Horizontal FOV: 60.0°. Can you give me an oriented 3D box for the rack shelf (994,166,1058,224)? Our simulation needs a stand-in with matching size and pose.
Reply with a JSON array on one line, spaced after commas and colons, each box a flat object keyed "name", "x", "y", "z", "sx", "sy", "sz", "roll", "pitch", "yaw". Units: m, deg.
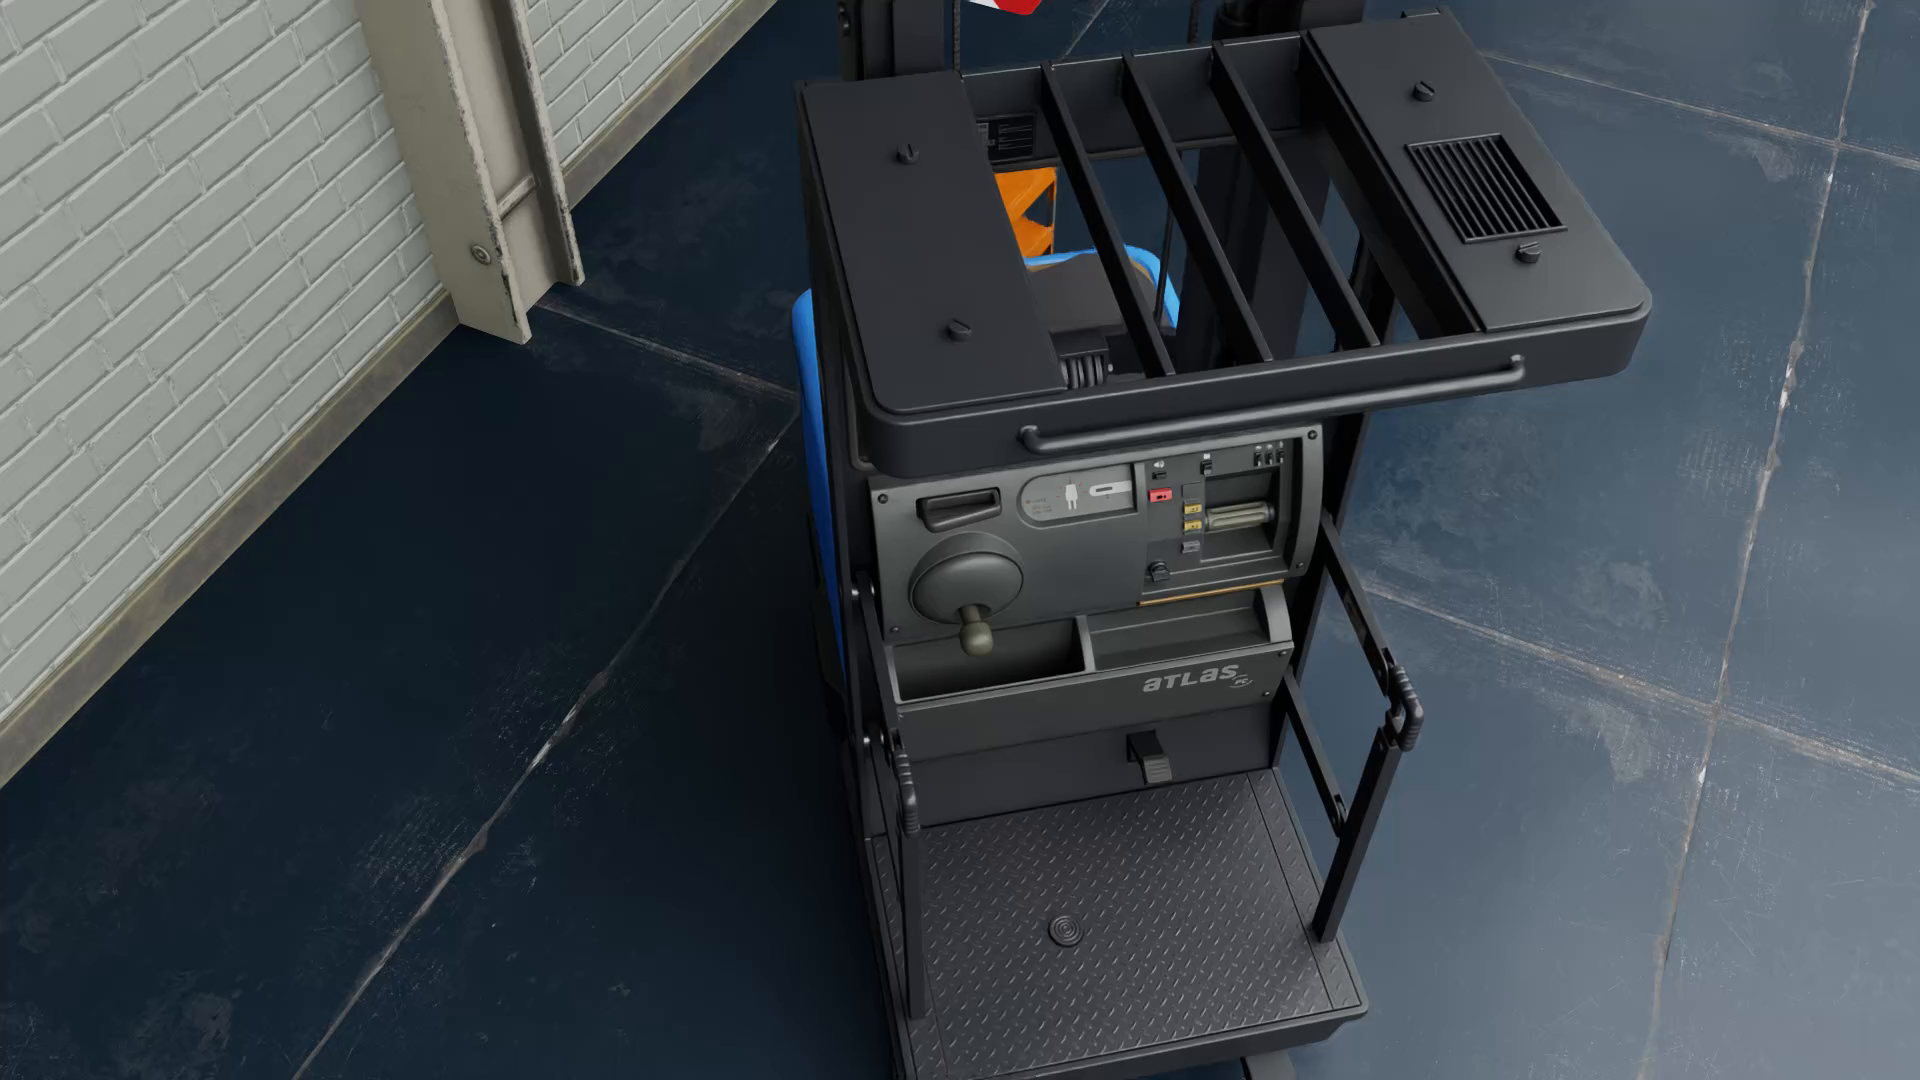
[{"name": "rack shelf", "x": 0.050, "y": -0.949, "z": 4.754, "sx": 0.258, "sy": 0.148, "sz": 0.480, "roll": 25, "pitch": 54, "yaw": 20}]

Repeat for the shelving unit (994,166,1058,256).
[{"name": "shelving unit", "x": 0.050, "y": -0.694, "z": 5.053, "sx": 0.258, "sy": 1.200, "sz": 0.503, "roll": 25, "pitch": 54, "yaw": 20}]

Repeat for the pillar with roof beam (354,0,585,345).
[{"name": "pillar with roof beam", "x": 2.307, "y": -2.386, "z": 1.371, "sx": 9.100, "sy": 9.000, "sz": 0.400, "roll": 20, "pitch": 52, "yaw": 16}]

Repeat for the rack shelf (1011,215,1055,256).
[{"name": "rack shelf", "x": 0.050, "y": -0.796, "z": 4.934, "sx": 0.258, "sy": 0.148, "sz": 0.480, "roll": 25, "pitch": 54, "yaw": 20}]

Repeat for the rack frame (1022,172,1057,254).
[{"name": "rack frame", "x": 0.177, "y": -0.853, "z": 5.188, "sx": 0.240, "sy": 1.200, "sz": 0.015, "roll": 25, "pitch": 54, "yaw": 20}]

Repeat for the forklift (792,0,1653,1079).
[{"name": "forklift", "x": 0.330, "y": 0.098, "z": 3.242, "sx": 1.130, "sy": 2.935, "sz": 3.031, "roll": -9, "pitch": 50, "yaw": -7}]
